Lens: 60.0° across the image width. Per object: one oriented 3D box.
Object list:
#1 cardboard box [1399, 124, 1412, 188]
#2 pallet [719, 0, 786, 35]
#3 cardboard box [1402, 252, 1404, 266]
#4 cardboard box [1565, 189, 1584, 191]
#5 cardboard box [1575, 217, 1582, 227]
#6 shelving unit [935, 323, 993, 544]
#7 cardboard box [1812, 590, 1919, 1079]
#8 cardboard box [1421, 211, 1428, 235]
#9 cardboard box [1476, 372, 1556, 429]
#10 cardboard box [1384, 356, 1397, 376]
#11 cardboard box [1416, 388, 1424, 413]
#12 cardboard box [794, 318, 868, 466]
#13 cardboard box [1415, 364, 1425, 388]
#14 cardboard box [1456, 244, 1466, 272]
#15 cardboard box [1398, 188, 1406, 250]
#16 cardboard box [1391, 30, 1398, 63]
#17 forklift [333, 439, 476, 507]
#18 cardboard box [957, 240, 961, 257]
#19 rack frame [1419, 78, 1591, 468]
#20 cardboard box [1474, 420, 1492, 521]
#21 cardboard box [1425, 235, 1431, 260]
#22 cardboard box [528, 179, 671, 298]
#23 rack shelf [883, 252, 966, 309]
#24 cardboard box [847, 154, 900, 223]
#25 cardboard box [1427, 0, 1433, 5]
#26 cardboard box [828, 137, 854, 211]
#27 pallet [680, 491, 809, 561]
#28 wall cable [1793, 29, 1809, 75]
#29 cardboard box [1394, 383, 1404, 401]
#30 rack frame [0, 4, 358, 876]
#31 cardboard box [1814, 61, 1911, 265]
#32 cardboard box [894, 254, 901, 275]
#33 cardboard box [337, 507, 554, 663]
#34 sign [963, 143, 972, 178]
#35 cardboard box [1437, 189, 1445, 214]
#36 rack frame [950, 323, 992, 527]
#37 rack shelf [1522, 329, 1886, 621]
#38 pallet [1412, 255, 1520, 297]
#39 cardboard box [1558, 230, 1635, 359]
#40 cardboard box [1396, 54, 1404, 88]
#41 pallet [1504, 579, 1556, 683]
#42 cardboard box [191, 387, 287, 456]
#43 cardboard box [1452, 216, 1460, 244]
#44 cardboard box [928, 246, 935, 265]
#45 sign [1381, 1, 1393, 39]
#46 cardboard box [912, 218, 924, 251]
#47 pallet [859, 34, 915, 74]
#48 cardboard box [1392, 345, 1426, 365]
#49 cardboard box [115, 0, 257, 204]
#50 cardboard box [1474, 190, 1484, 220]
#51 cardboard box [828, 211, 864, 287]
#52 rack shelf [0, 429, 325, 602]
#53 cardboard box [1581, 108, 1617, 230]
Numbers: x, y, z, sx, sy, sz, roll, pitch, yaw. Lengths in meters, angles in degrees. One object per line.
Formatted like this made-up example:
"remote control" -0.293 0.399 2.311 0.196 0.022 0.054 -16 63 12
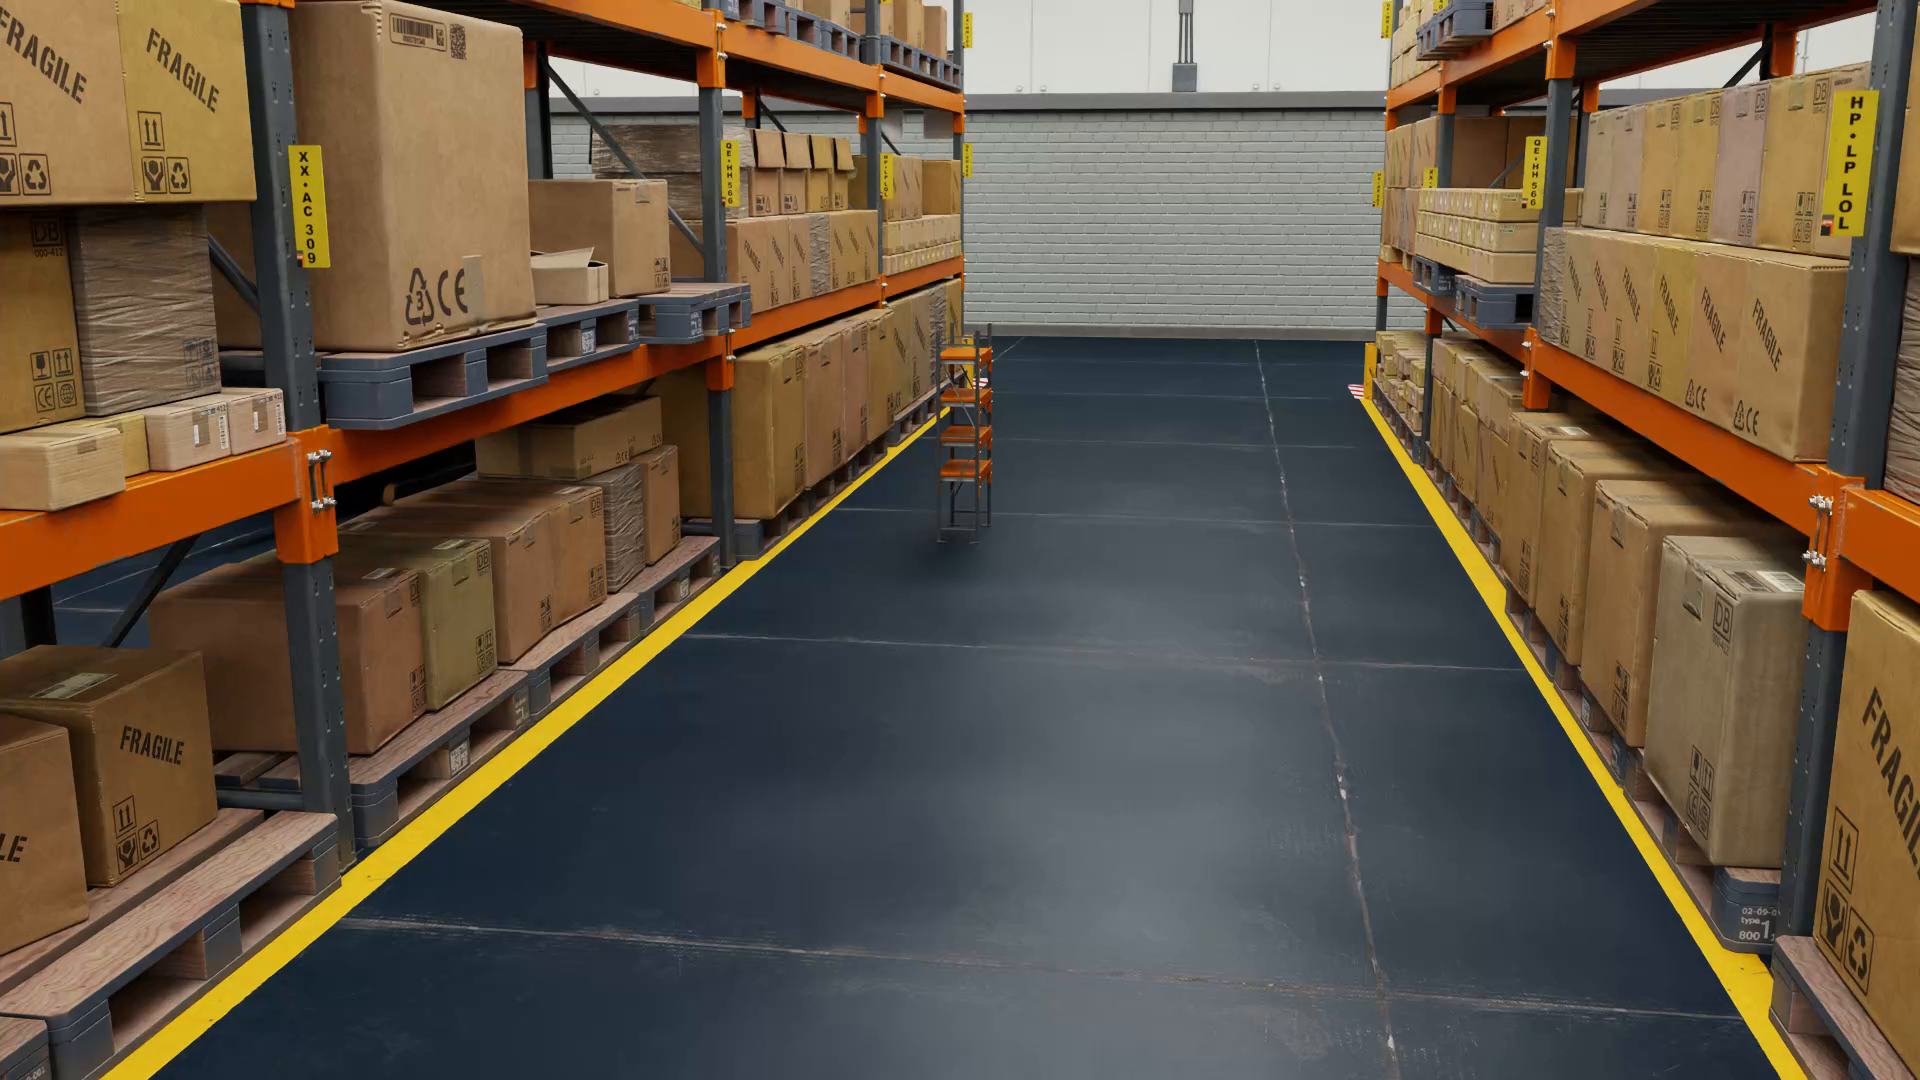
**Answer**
"cardboard box" 3.841 -3.094 13.415 0.500 0.500 0.500 1 12 7
"pallet" -1.649 -2.841 8.885 1.213 0.211 1.003 2 12 11
"cardboard box" 3.918 -2.362 13.931 0.380 0.149 0.250 2 12 8
"cardboard box" 3.695 -1.938 9.555 0.380 0.149 0.250 2 12 8
"cardboard box" 3.659 -1.740 9.340 0.380 0.149 0.250 2 12 8
"shelving unit" 0.025 -0.621 9.527 0.258 1.200 0.503 2 12 9
"cardboard box" 2.409 0.645 3.427 0.875 0.875 0.875 2 12 10
"cardboard box" 3.252 -2.089 10.961 0.380 0.149 0.250 2 12 8
"cardboard box" 3.103 -0.756 9.038 0.500 0.250 0.500 2 12 9
"cardboard box" 3.891 -1.513 14.456 0.380 0.149 0.250 2 12 10
"cardboard box" 3.540 -1.015 12.149 0.380 0.149 0.250 2 12 10
"cardboard box" -1.295 -1.011 11.111 1.225 0.875 0.875 1 12 7
"cardboard box" 3.603 -1.222 12.401 0.380 0.149 0.250 2 12 9
"cardboard box" 2.973 -1.563 9.225 0.380 0.149 0.250 1 12 6
"cardboard box" 3.861 -2.605 13.516 0.500 0.500 0.500 2 12 7
"cardboard box" 4.095 -4.367 14.688 0.500 0.250 0.500 2 12 10
"forklift" -3.929 -1.715 10.495 1.130 2.935 3.031 3 13 15
"cardboard box" -0.194 -2.789 15.912 0.380 0.149 0.250 2 12 10
"rack frame" 3.805 -1.982 11.572 1.000 3.000 0.127 2 12 9
"cardboard box" 3.116 -0.387 9.103 0.500 0.500 0.500 2 12 11
"cardboard box" 3.211 -1.888 10.733 0.380 0.149 0.250 2 12 9
"cardboard box" -1.726 -1.353 7.415 0.700 0.500 0.500 4 13 17
"rack shelf" -0.773 -2.229 14.423 1.077 0.370 4.000 2 12 9
"cardboard box" -0.754 -2.694 12.745 0.500 0.500 0.500 2 12 9
"cardboard box" 3.735 -4.106 12.529 0.380 0.149 0.250 1 12 6
"cardboard box" -1.170 -2.570 11.681 0.797 0.503 0.637 2 12 7
"pallet" -1.500 -0.130 9.596 1.003 0.211 1.213 2 12 9
"wall cable" 9.924 -6.802 19.694 0.463 3.000 0.029 2 12 9
"cardboard box" 3.799 -1.206 13.738 0.380 0.149 0.250 2 12 9
"rack frame" -2.311 -0.499 4.688 1.000 3.000 0.127 2 12 9
"cardboard box" 2.645 -0.958 4.209 0.700 0.500 0.500 2 12 8
"cardboard box" -0.666 -2.147 12.931 0.380 0.149 0.250 1 12 7
"cardboard box" -2.017 0.166 6.493 0.700 0.500 0.500 1 12 4
"sign" 0.069 -3.658 16.037 0.100 0.325 0.005 2 12 9
"cardboard box" 3.132 -2.072 10.175 0.380 0.149 0.250 2 12 8
"rack frame" 0.063 -0.672 9.763 0.240 1.200 0.015 2 12 9
"rack shelf" 2.882 -0.382 5.852 1.077 0.370 4.000 2 12 9
"pallet" 3.544 -1.734 10.876 1.003 0.211 1.213 2 12 9
"cardboard box" 2.779 -1.008 6.813 0.500 0.500 0.500 2 12 8
"cardboard box" 4.013 -4.013 14.232 0.500 0.250 0.500 2 12 10
"pallet" 2.994 0.375 7.252 1.003 0.211 1.213 2 12 9
"cardboard box" -2.053 -0.322 4.463 0.380 0.149 0.250 2 12 9
"cardboard box" 3.012 -1.764 9.451 0.380 0.149 0.250 2 12 10
"cardboard box" -0.430 -2.471 14.436 0.380 0.149 0.250 2 12 10
"sign" 3.884 -4.726 15.109 0.100 0.325 0.005 2 12 9
"cardboard box" -0.594 -2.537 13.795 0.500 0.250 0.500 2 12 10
"pallet" -0.944 -3.757 12.897 1.003 0.211 1.213 2 12 9
"cardboard box" 3.821 -1.545 13.900 0.380 0.149 0.250 2 12 10
"cardboard box" -2.108 -1.079 4.065 0.500 0.500 0.500 2 12 9
"cardboard box" 2.893 -1.747 8.666 0.380 0.149 0.250 2 12 10
"cardboard box" -0.965 -2.004 11.435 0.500 0.500 0.500 2 12 10
"rack shelf" -2.618 0.269 2.832 1.077 0.370 4.000 2 12 9
"cardboard box" 3.111 -1.594 7.160 0.700 0.500 0.500 2 12 8
